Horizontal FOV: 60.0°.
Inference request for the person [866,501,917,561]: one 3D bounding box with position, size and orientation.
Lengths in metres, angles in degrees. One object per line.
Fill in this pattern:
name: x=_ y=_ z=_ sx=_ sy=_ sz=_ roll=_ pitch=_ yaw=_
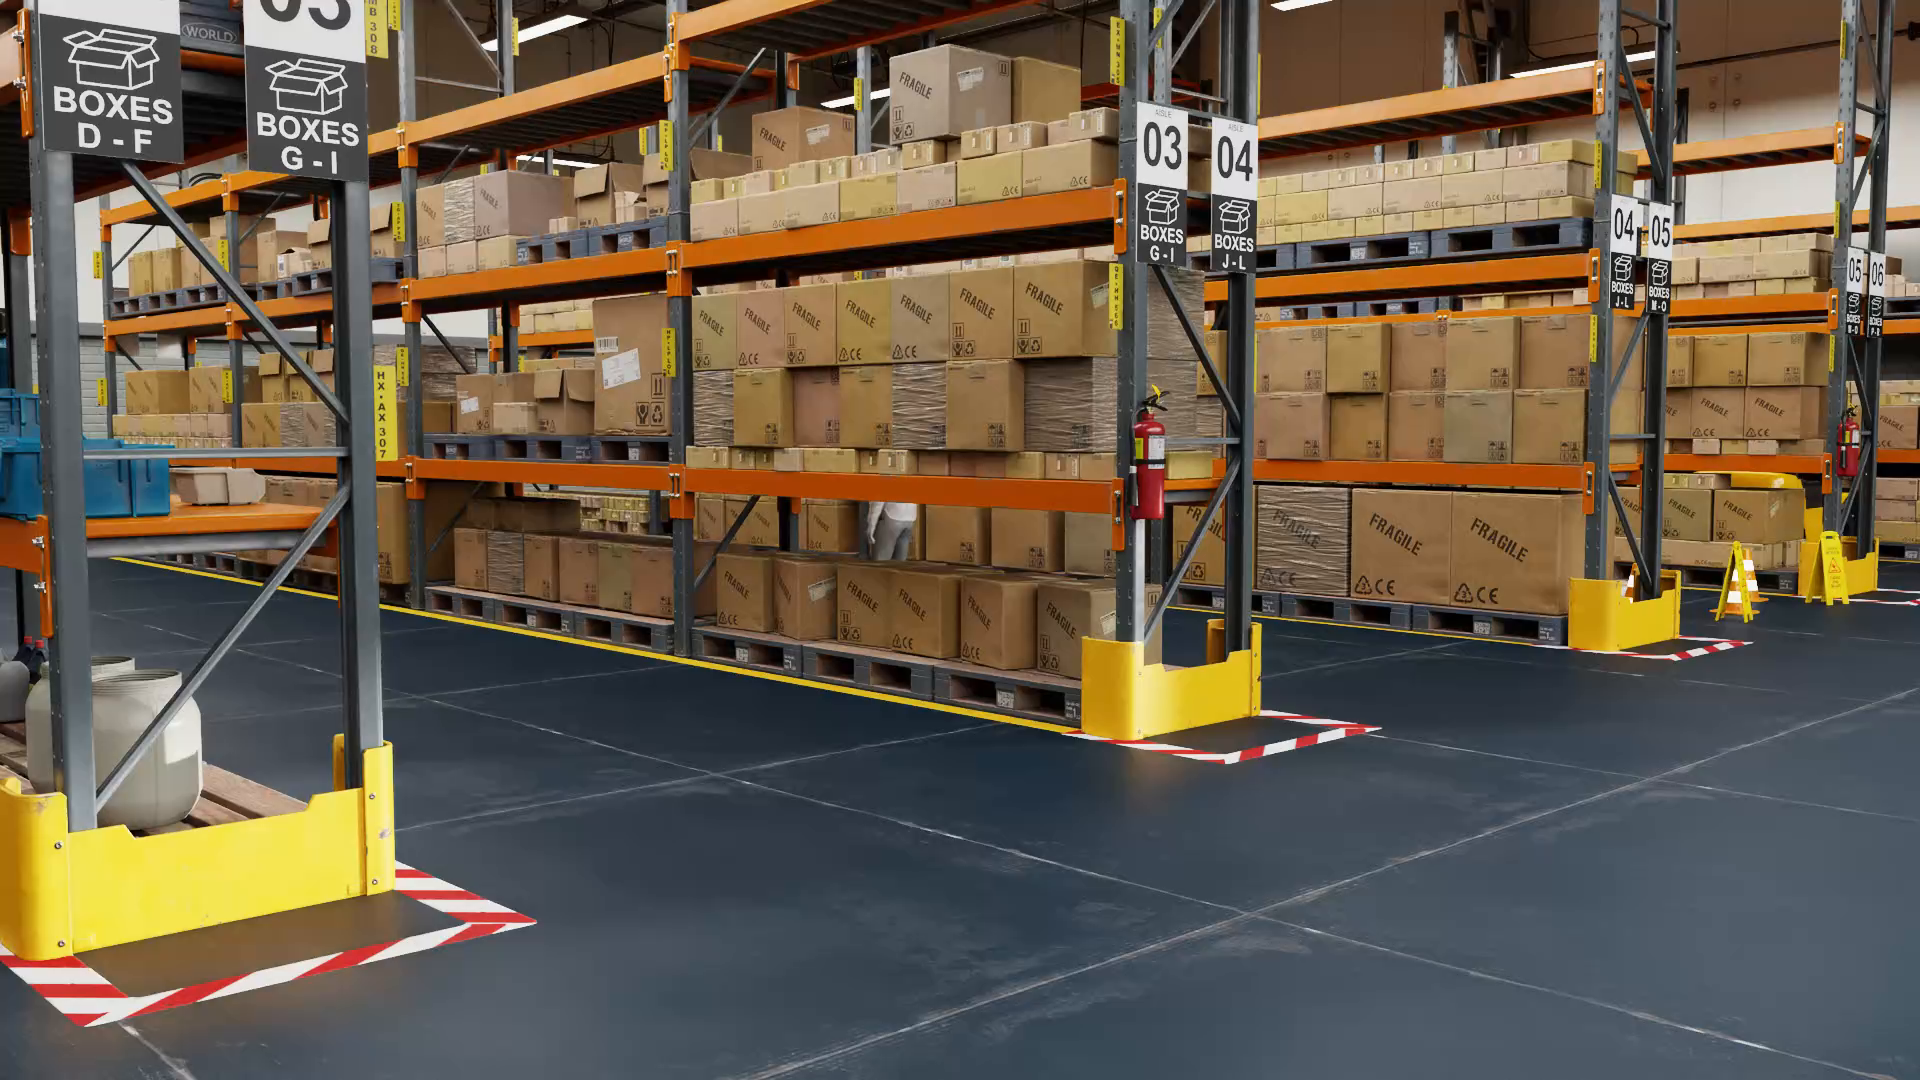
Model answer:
person: x=-0.541 y=-0.125 z=12.770 sx=0.370 sy=1.667 sz=0.543 roll=2 pitch=5 yaw=29
